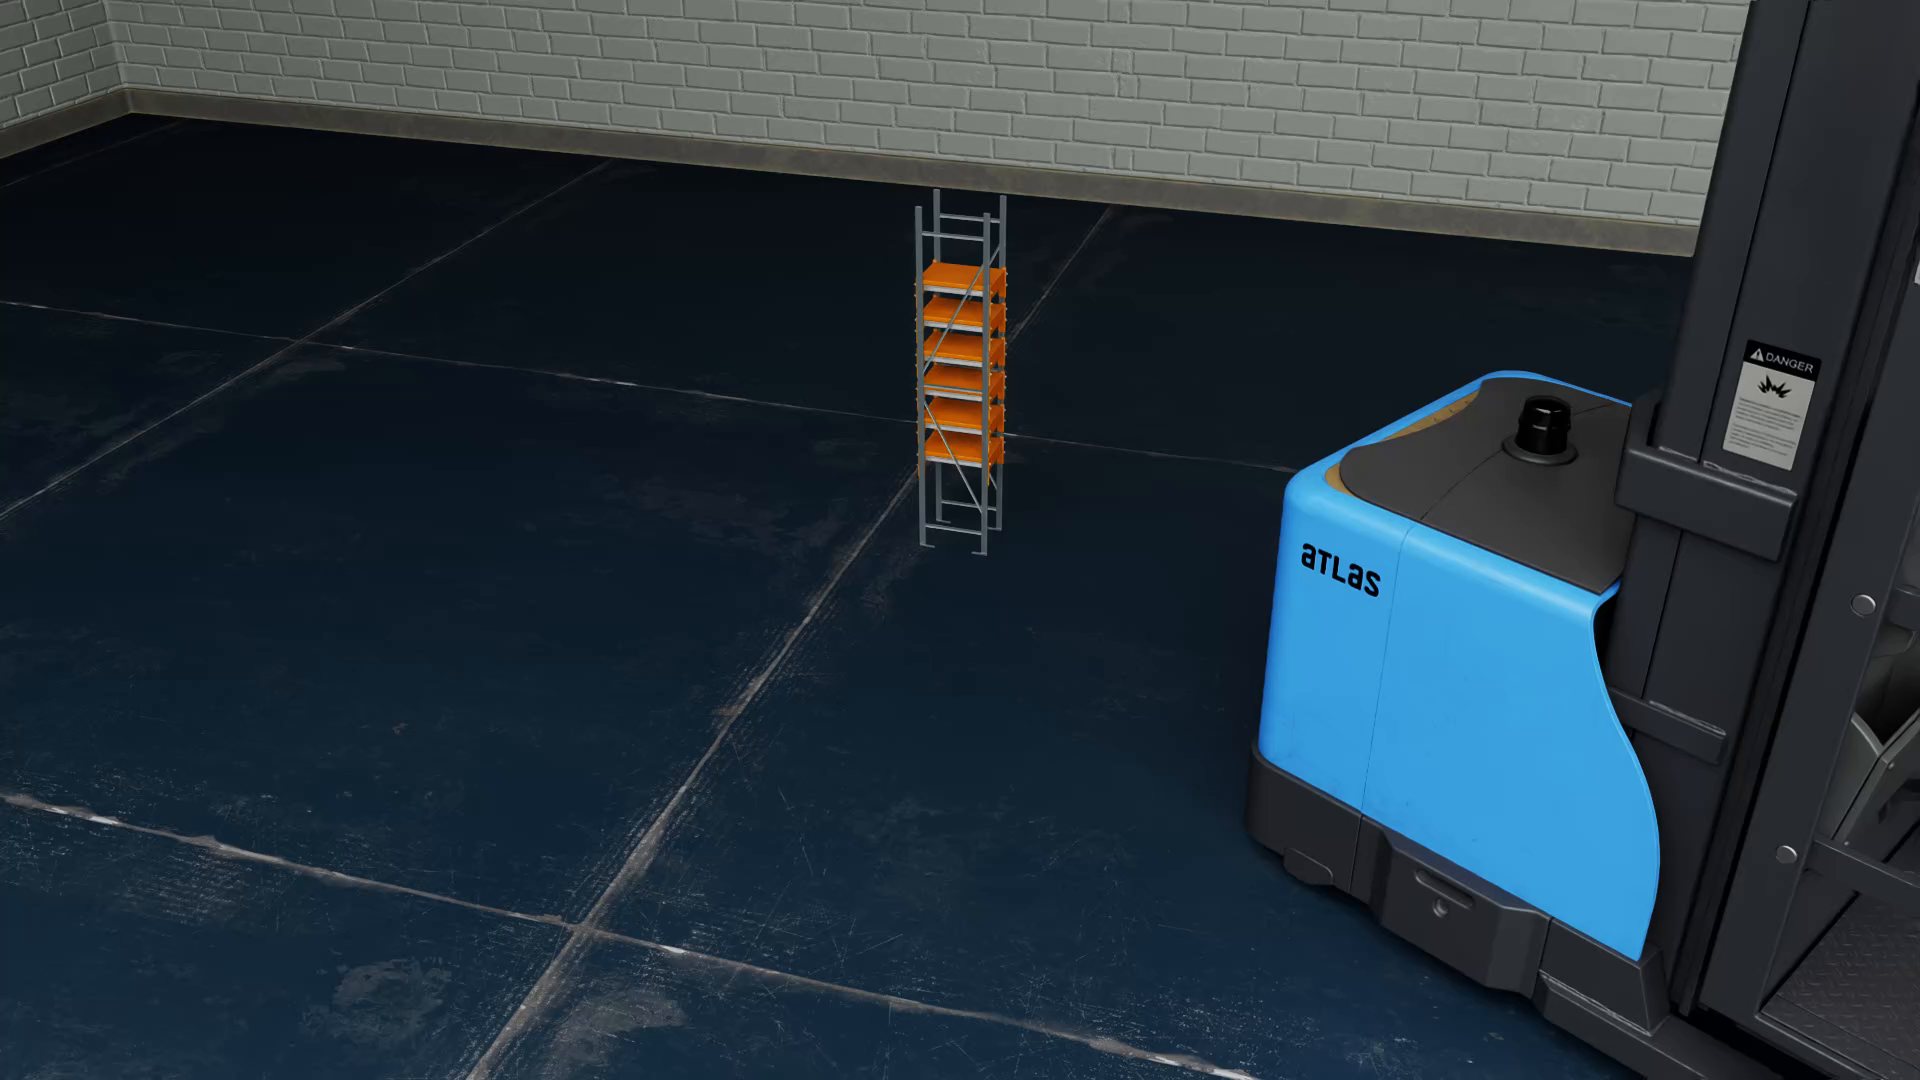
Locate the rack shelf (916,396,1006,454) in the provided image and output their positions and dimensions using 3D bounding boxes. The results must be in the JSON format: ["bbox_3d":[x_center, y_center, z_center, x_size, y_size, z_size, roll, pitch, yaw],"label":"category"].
[{"bbox_3d":[0.004,-0.387,5.550,0.258,0.103,0.180,8,30,15],"label":"rack shelf"}]

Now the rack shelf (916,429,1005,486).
[{"bbox_3d":[0.004,-0.282,5.609,0.258,0.103,0.180,8,30,15],"label":"rack shelf"}]

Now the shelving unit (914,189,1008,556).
[{"bbox_3d":[0.004,-0.531,5.470,0.258,1.200,0.189,8,30,15],"label":"shelving unit"}]

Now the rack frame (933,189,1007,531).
[{"bbox_3d":[0.031,-0.574,5.547,0.240,1.200,0.006,8,30,15],"label":"rack frame"}]

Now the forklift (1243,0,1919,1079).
[{"bbox_3d":[2.111,-0.130,2.968,1.130,2.935,3.031,-25,38,-37],"label":"forklift"}]

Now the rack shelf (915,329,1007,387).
[{"bbox_3d":[0.004,-0.597,5.434,0.258,0.103,0.180,8,30,15],"label":"rack shelf"}]

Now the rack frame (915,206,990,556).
[{"bbox_3d":[-0.023,-0.489,5.394,0.240,1.200,0.006,8,30,15],"label":"rack frame"}]

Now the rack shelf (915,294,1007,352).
[{"bbox_3d":[0.004,-0.702,5.375,0.258,0.103,0.180,8,30,15],"label":"rack shelf"}]

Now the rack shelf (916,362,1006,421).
[{"bbox_3d":[0.004,-0.492,5.492,0.258,0.103,0.180,8,30,15],"label":"rack shelf"}]

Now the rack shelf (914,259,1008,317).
[{"bbox_3d":[0.004,-0.807,5.317,0.258,0.103,0.180,8,30,15],"label":"rack shelf"}]
